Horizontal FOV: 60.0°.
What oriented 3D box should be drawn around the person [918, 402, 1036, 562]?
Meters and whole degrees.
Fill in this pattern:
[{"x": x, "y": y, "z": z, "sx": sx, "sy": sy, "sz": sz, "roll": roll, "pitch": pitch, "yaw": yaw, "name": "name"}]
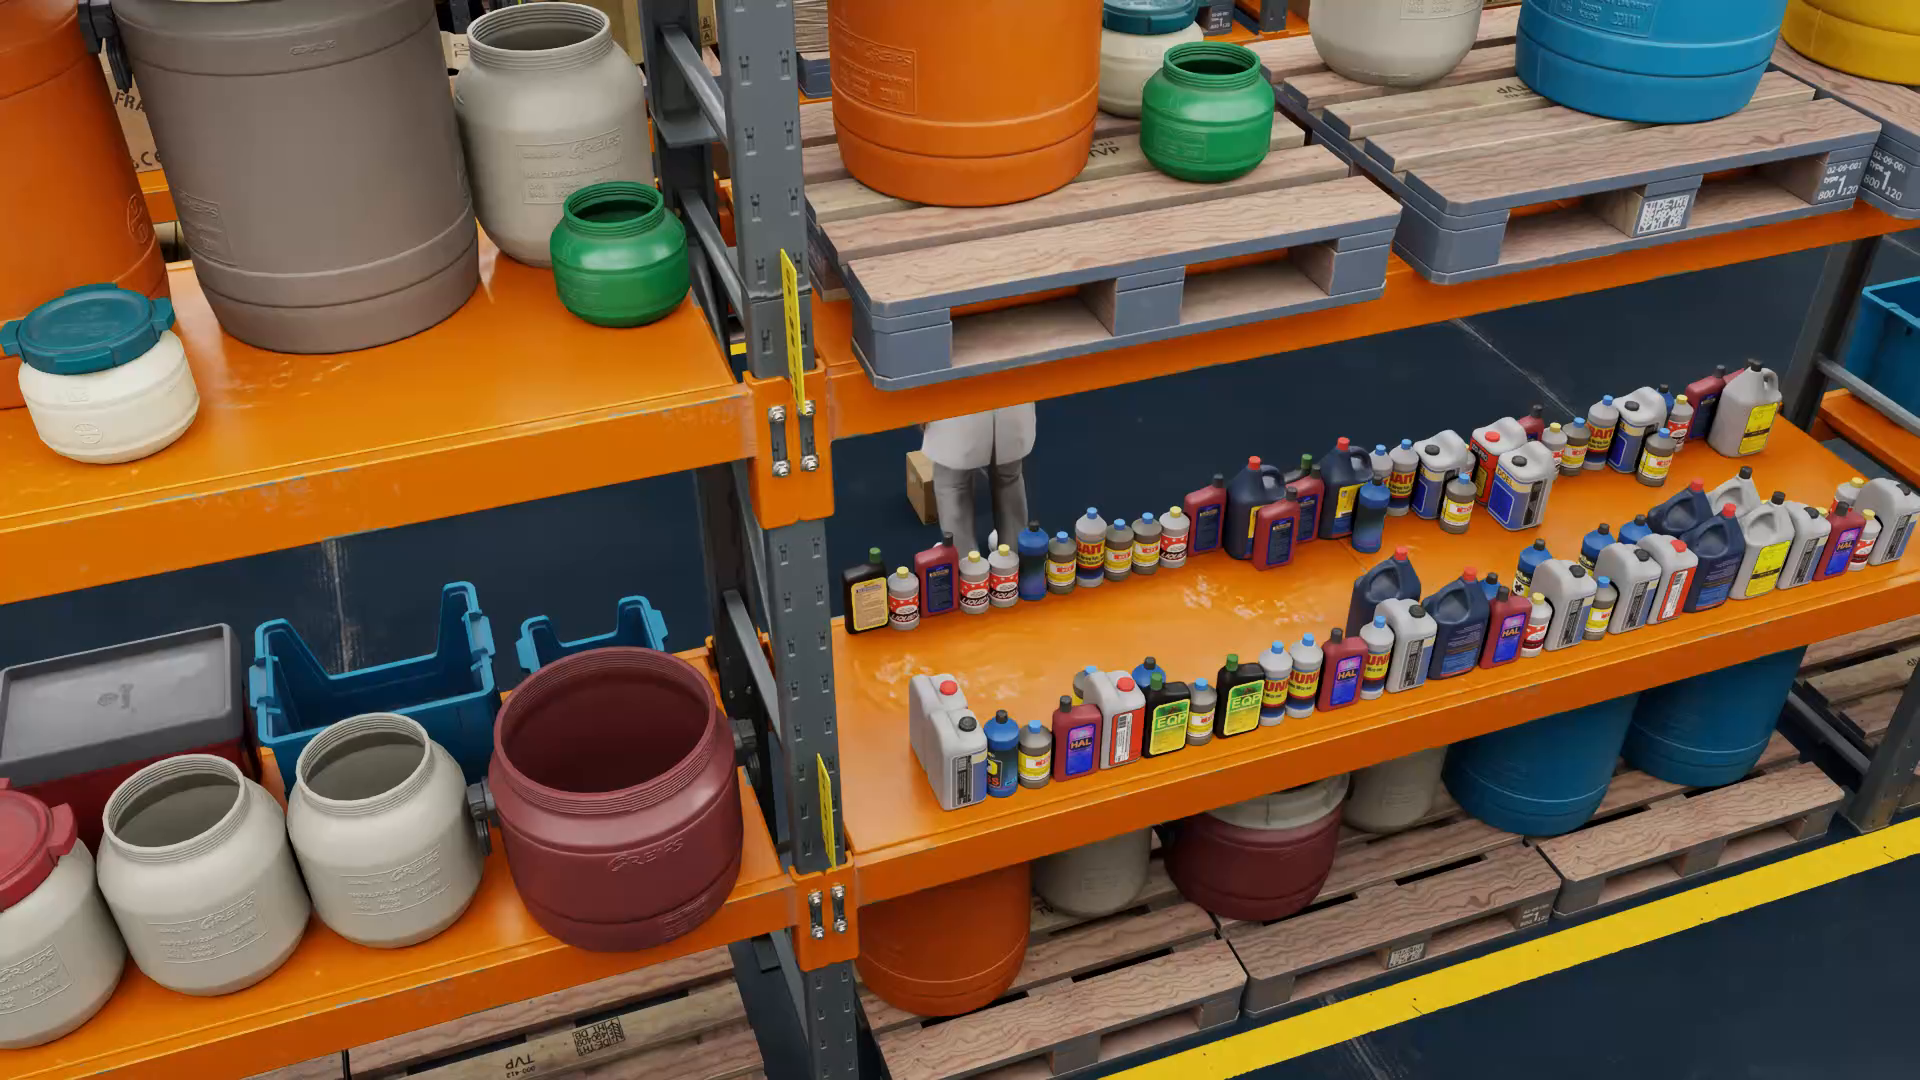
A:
[{"x": 0.066, "y": -0.566, "z": 6.920, "sx": 0.564, "sy": 1.770, "sz": 0.377, "roll": -12, "pitch": 39, "yaw": -15, "name": "person"}]
